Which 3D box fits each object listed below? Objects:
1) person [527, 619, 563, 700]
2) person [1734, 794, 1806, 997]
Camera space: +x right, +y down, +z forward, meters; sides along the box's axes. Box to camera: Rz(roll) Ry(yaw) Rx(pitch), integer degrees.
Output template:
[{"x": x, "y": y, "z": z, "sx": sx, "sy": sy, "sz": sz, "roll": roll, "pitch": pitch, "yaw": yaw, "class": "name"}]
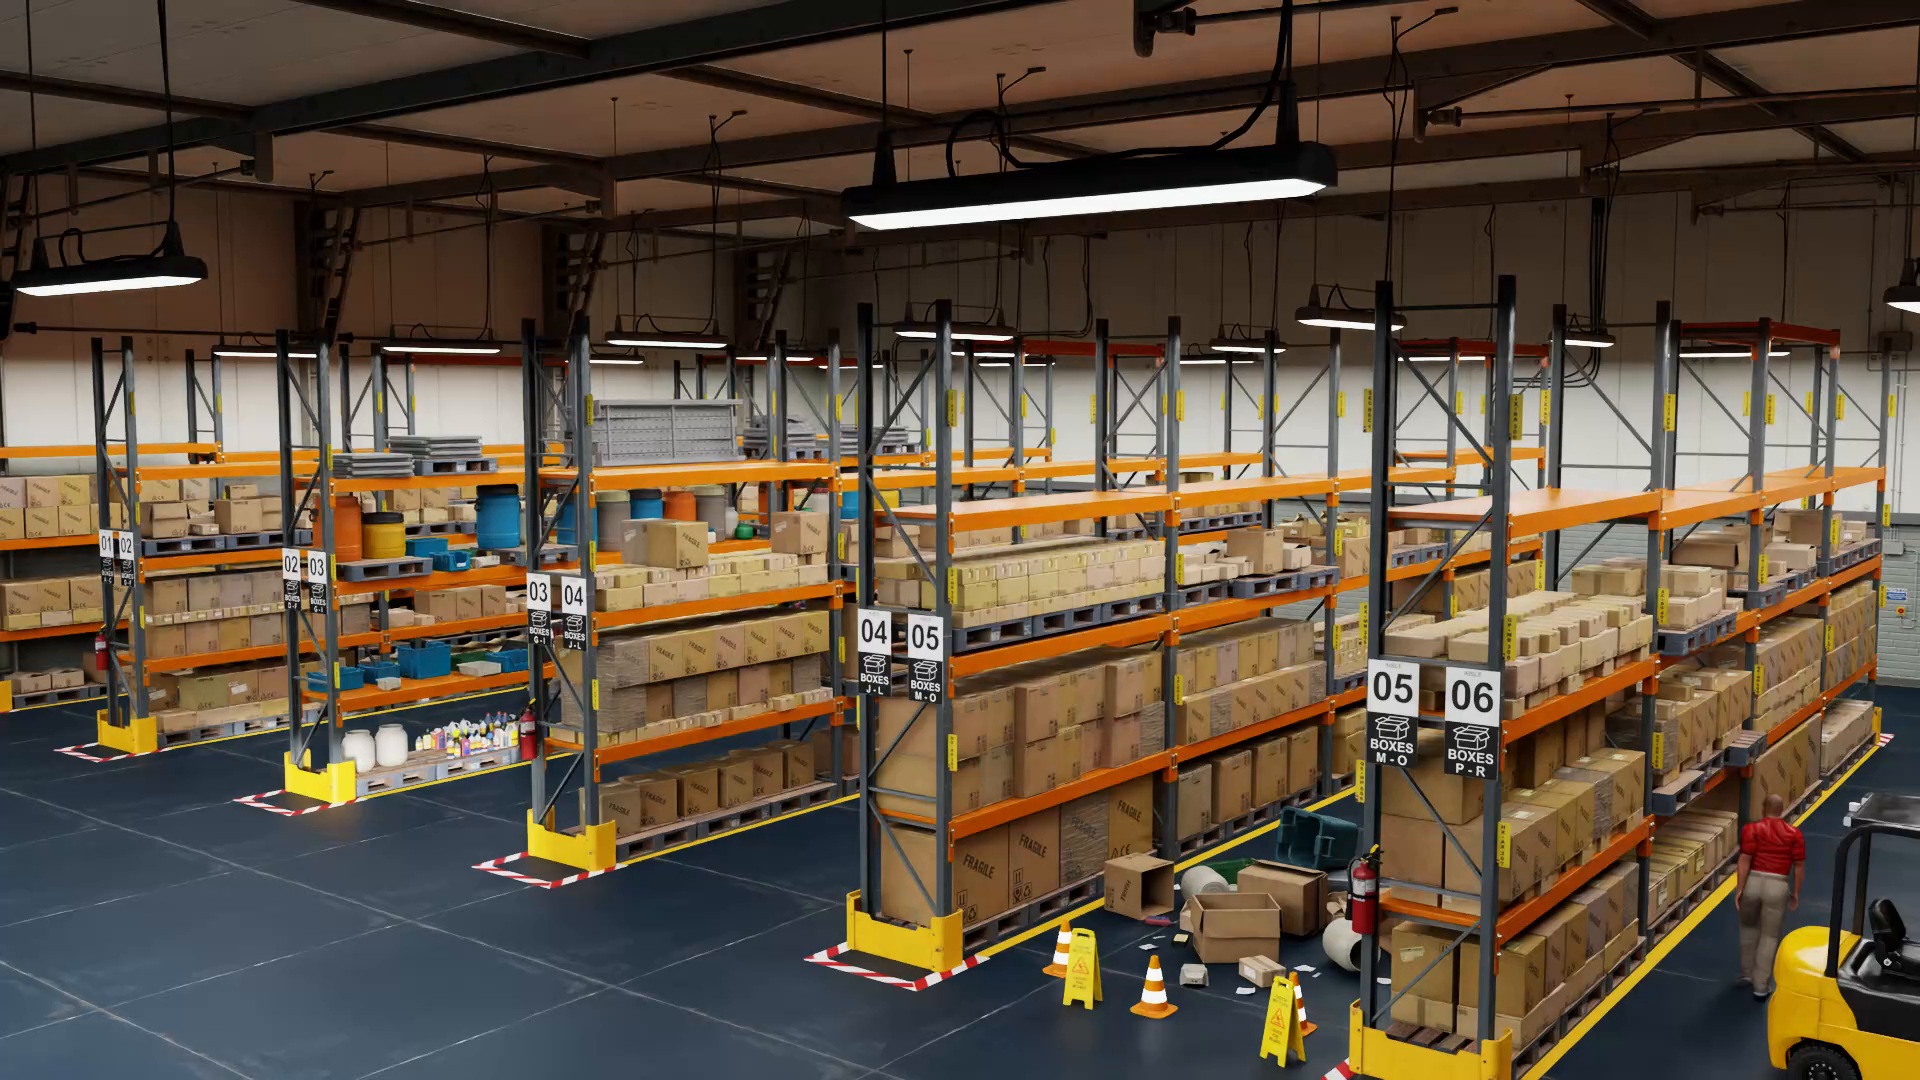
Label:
[{"x": -6.977, "y": 1.840, "z": 28.213, "sx": 0.599, "sy": 1.749, "sz": 0.705, "roll": 4, "pitch": 6, "yaw": 39, "class": "person"}, {"x": 6.978, "y": 3.089, "z": 14.376, "sx": 0.541, "sy": 1.781, "sz": 0.602, "roll": 3, "pitch": 6, "yaw": 34, "class": "person"}]
